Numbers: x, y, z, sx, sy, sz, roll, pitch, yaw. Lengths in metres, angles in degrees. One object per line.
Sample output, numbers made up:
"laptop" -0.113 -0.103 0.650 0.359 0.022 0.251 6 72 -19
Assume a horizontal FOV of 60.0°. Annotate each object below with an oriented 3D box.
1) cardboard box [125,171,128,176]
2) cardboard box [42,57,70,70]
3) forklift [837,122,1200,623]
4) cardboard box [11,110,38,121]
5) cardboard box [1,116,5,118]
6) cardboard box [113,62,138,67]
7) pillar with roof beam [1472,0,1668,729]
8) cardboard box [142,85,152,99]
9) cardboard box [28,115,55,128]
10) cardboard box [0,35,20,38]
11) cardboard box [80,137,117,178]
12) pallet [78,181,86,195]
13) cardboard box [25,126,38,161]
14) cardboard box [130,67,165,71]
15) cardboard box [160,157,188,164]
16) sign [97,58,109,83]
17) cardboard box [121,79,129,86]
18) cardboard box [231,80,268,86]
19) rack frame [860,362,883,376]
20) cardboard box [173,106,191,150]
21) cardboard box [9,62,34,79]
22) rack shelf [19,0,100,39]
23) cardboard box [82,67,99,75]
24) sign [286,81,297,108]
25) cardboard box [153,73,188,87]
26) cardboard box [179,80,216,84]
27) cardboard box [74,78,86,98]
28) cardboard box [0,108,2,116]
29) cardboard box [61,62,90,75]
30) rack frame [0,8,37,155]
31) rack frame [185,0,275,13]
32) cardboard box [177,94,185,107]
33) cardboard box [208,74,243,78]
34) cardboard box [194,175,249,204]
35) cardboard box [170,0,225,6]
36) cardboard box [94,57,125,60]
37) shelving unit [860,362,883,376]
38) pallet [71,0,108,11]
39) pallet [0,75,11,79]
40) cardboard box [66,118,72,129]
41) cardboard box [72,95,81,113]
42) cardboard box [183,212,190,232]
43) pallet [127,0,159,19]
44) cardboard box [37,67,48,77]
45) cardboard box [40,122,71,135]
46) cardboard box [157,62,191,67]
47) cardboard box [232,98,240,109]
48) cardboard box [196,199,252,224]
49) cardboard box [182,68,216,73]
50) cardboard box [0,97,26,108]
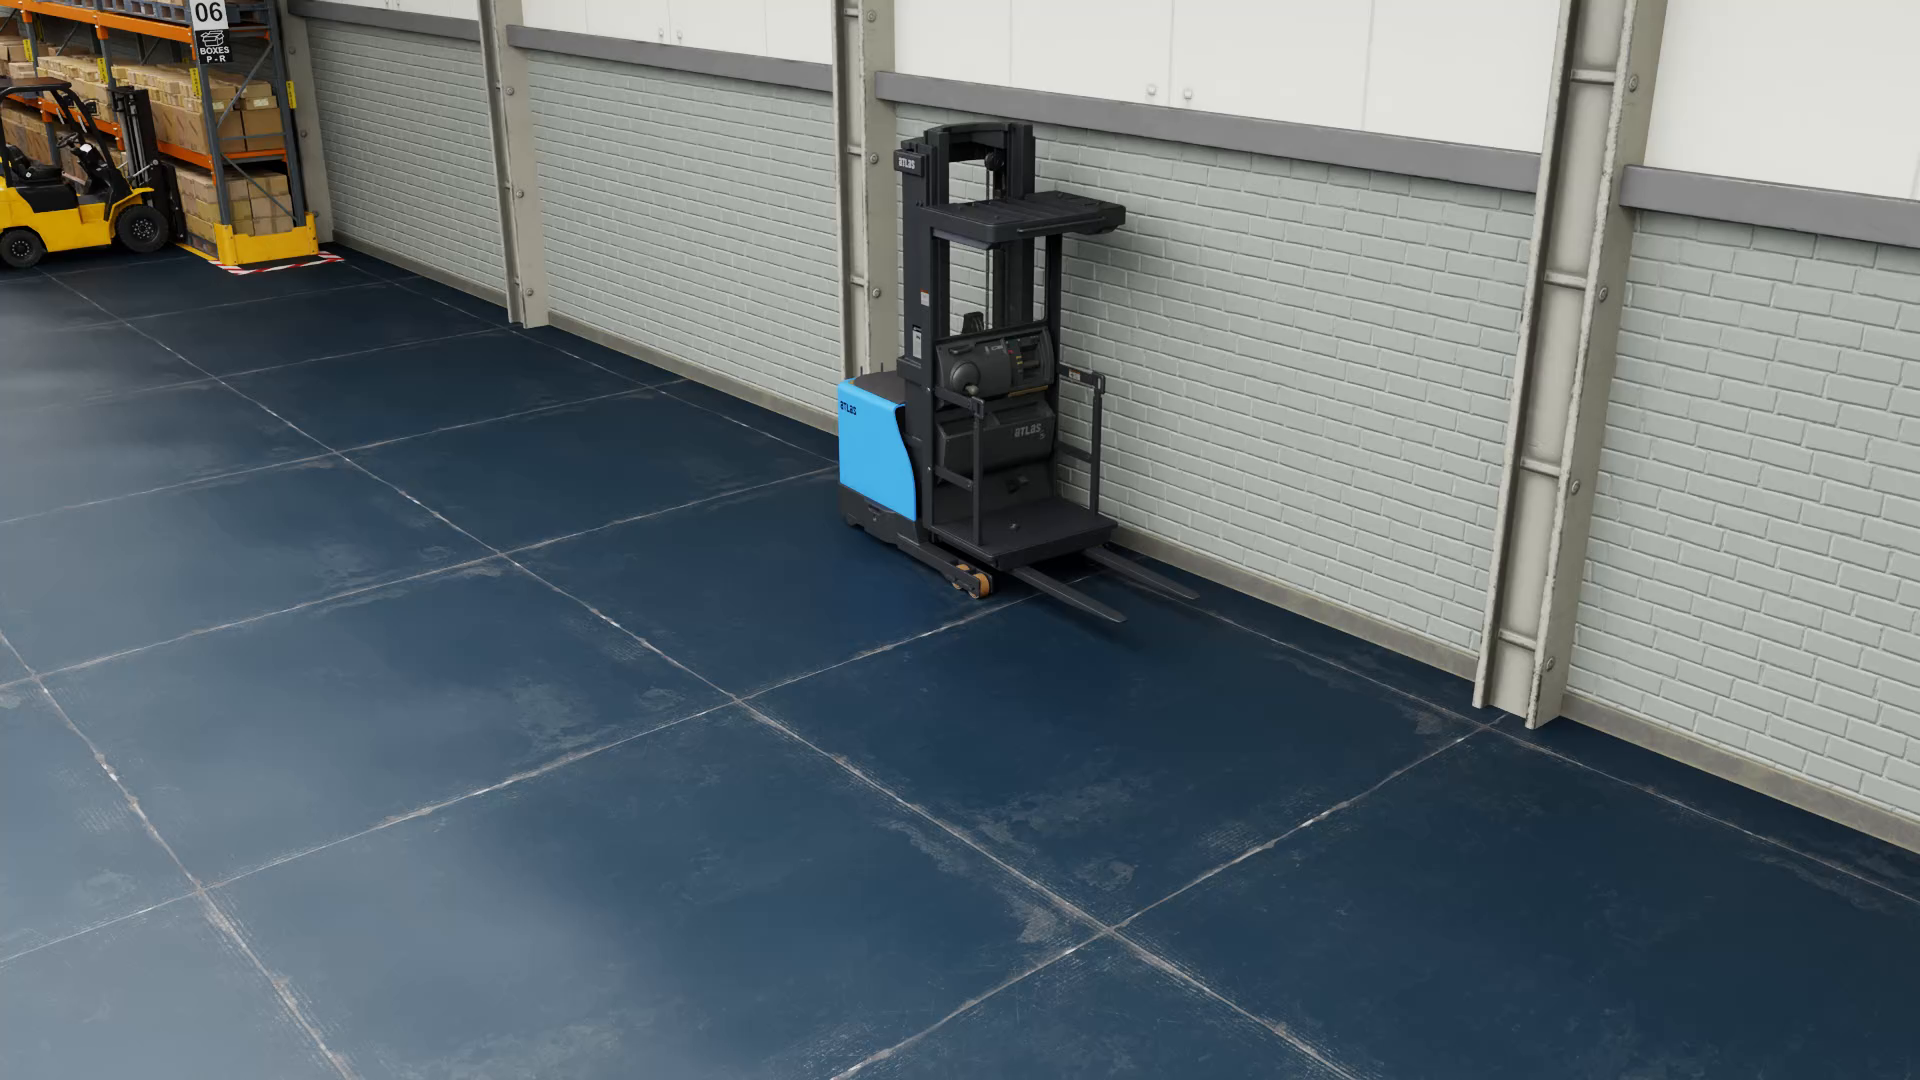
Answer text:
"cardboard box" -11.320 -5.041 23.251 0.500 0.250 0.500 -18 27 -38
"cardboard box" -13.853 -7.322 25.539 0.380 0.149 0.250 -17 27 -36
"forklift" 0.365 -1.178 10.973 1.130 2.935 3.031 -15 26 -33
"cardboard box" -15.852 -7.205 28.229 0.380 0.149 0.250 -18 27 -38
"cardboard box" -16.479 -7.155 28.990 0.500 0.500 0.500 -16 26 -35
"cardboard box" -12.429 -7.029 24.791 0.380 0.149 0.250 -17 27 -37
"pillar with roof beam" -0.075 -2.197 5.255 9.100 9.000 0.400 -17 27 -37
"cardboard box" -10.579 -5.938 22.004 0.380 0.149 0.250 -19 28 -39
"cardboard box" -15.168 -6.919 27.498 0.380 0.149 0.250 -18 28 -38
"cardboard box" -16.478 -8.366 28.517 0.700 0.500 0.500 -17 27 -36
"cardboard box" -12.744 -5.755 25.245 0.875 0.625 0.625 -19 28 -40
"pallet" -12.713 -5.333 25.311 1.003 0.211 1.213 -17 27 -37
"cardboard box" -15.114 -6.587 27.541 0.500 0.500 0.500 -16 27 -35
"cardboard box" -11.006 -6.310 22.546 0.380 0.149 0.250 -18 28 -38
"cardboard box" -10.664 -4.994 22.446 0.500 0.250 0.500 -16 27 -36
"sign" -11.807 -6.471 22.912 0.100 0.325 0.005 -17 27 -37
"cardboard box" -11.223 -6.227 22.743 0.380 0.149 0.250 -17 27 -36
"cardboard box" -8.975 -5.714 21.026 0.380 0.149 0.250 -16 27 -36
"rack frame" -0.662 -0.827 12.655 0.200 1.050 0.008 -15 26 -33
"cardboard box" -9.643 -5.261 21.165 0.500 0.500 0.500 -16 27 -36
"cardboard box" -14.947 -7.545 26.766 0.500 0.250 0.500 -19 28 -40
"rack shelf" -12.707 -7.714 24.441 1.077 0.370 4.000 -17 27 -37
"cardboard box" -12.491 -6.766 24.119 0.380 0.149 0.250 -18 28 -39
"sign" -8.367 -5.565 20.785 0.100 0.325 0.005 -17 27 -37
"cardboard box" -10.342 -6.027 21.824 0.380 0.149 0.250 -17 27 -37
"cardboard box" -9.666 -5.744 21.102 0.380 0.149 0.250 -17 27 -37
"cardboard box" -12.587 -6.621 24.296 0.500 0.250 0.500 -17 27 -36
"cardboard box" -16.591 -7.482 28.935 0.380 0.149 0.250 -16 26 -35
"cardboard box" -13.178 -7.042 24.823 0.380 0.149 0.250 -17 27 -36
"rack frame" -16.624 -8.310 29.089 1.000 3.000 0.127 -17 27 -37
"rack frame" -8.791 -7.788 19.530 1.000 3.000 0.127 -17 27 -37
"cardboard box" -9.695 -5.594 21.126 0.380 0.149 0.250 -18 27 -38
"cardboard box" -9.615 -6.010 21.782 0.380 0.149 0.250 -18 28 -39
"cardboard box" -9.328 -4.429 21.002 0.500 0.250 0.500 -16 27 -36
"cardboard box" -9.265 -6.745 20.128 0.500 0.500 0.500 -16 27 -36
"cardboard box" -13.056 -7.329 25.557 0.380 0.149 0.250 -18 28 -38
"shelving unit" -0.592 -0.790 12.562 0.215 1.050 0.252 -15 26 -33
"pallet" -11.988 -7.648 23.548 0.805 0.209 1.217 -19 28 -39
"pallet" -15.286 -7.652 27.671 1.003 0.211 1.213 -17 27 -37
"cardboard box" -14.493 -6.887 27.416 0.380 0.149 0.250 -17 27 -37
"cardboard box" -12.905 -6.530 24.749 0.500 0.250 0.500 -16 27 -36
"cardboard box" -9.974 -4.245 21.903 0.500 0.250 0.500 -17 27 -37
"pallet" -10.033 -6.889 21.469 1.003 0.211 1.213 -17 27 -37
"cardboard box" -13.927 -7.182 25.727 0.500 0.250 0.500 -17 27 -37
"cardboard box" -14.527 -6.615 26.723 0.380 0.149 0.250 -19 28 -40
"cardboard box" -10.965 -6.571 23.213 0.380 0.149 0.250 -17 27 -37
"cardboard box" -9.025 -5.552 21.020 0.380 0.149 0.250 -17 27 -37
"cardboard box" -9.346 -4.203 21.111 0.500 0.250 0.500 -18 28 -38
"cardboard box" -10.284 -6.291 22.499 0.380 0.149 0.250 -18 28 -38
"cardboard box" -16.385 -7.560 28.727 0.380 0.149 0.250 -19 28 -40
